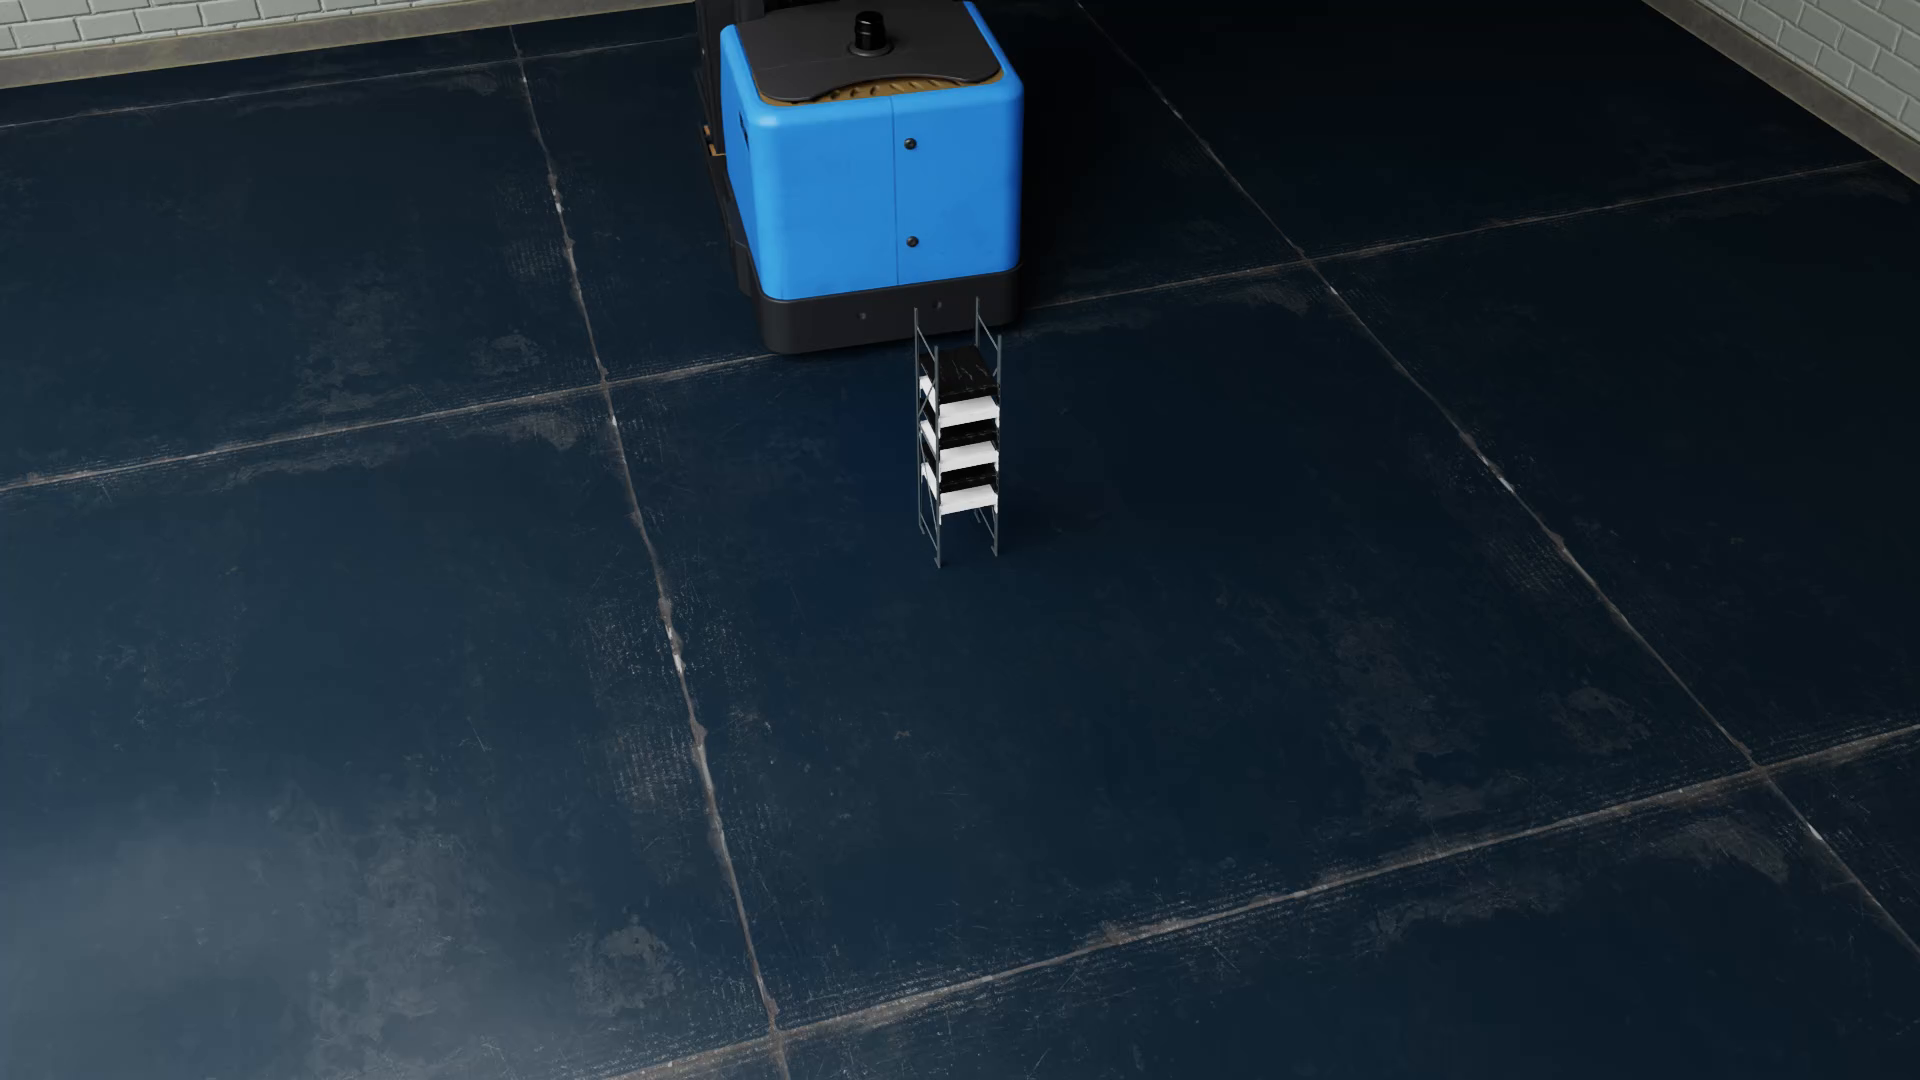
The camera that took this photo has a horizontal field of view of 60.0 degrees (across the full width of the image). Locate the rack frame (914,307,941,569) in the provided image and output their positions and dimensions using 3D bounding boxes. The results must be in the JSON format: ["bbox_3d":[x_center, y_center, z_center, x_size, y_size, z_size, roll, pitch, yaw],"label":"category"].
[{"bbox_3d":[-0.105,-0.317,5.429,0.006,0.900,0.240,-12,42,-13],"label":"rack frame"}]

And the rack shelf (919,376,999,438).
[{"bbox_3d":[-0.008,-0.448,5.356,0.200,0.077,0.258,-12,42,-13],"label":"rack shelf"}]

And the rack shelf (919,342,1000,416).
[{"bbox_3d":[-0.008,-0.516,5.296,0.200,0.077,0.258,-12,42,-13],"label":"rack shelf"}]

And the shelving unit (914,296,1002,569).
[{"bbox_3d":[-0.008,-0.337,5.452,0.210,0.900,0.258,-12,42,-13],"label":"shelving unit"}]

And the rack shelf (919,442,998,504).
[{"bbox_3d":[-0.008,-0.244,5.533,0.200,0.077,0.258,-12,42,-13],"label":"rack shelf"}]

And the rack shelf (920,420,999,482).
[{"bbox_3d":[-0.008,-0.312,5.474,0.200,0.077,0.258,-12,42,-13],"label":"rack shelf"}]

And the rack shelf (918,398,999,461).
[{"bbox_3d":[-0.008,-0.380,5.415,0.200,0.077,0.258,-12,42,-13],"label":"rack shelf"}]

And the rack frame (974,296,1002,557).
[{"bbox_3d":[0.089,-0.357,5.475,0.006,0.900,0.240,-12,42,-13],"label":"rack frame"}]

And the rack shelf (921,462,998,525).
[{"bbox_3d":[-0.008,-0.177,5.592,0.200,0.077,0.258,-12,42,-13],"label":"rack shelf"}]

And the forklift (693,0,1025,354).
[{"bbox_3d":[-0.600,-2.806,6.734,1.130,2.935,3.031,-9,42,-10],"label":"forklift"}]
